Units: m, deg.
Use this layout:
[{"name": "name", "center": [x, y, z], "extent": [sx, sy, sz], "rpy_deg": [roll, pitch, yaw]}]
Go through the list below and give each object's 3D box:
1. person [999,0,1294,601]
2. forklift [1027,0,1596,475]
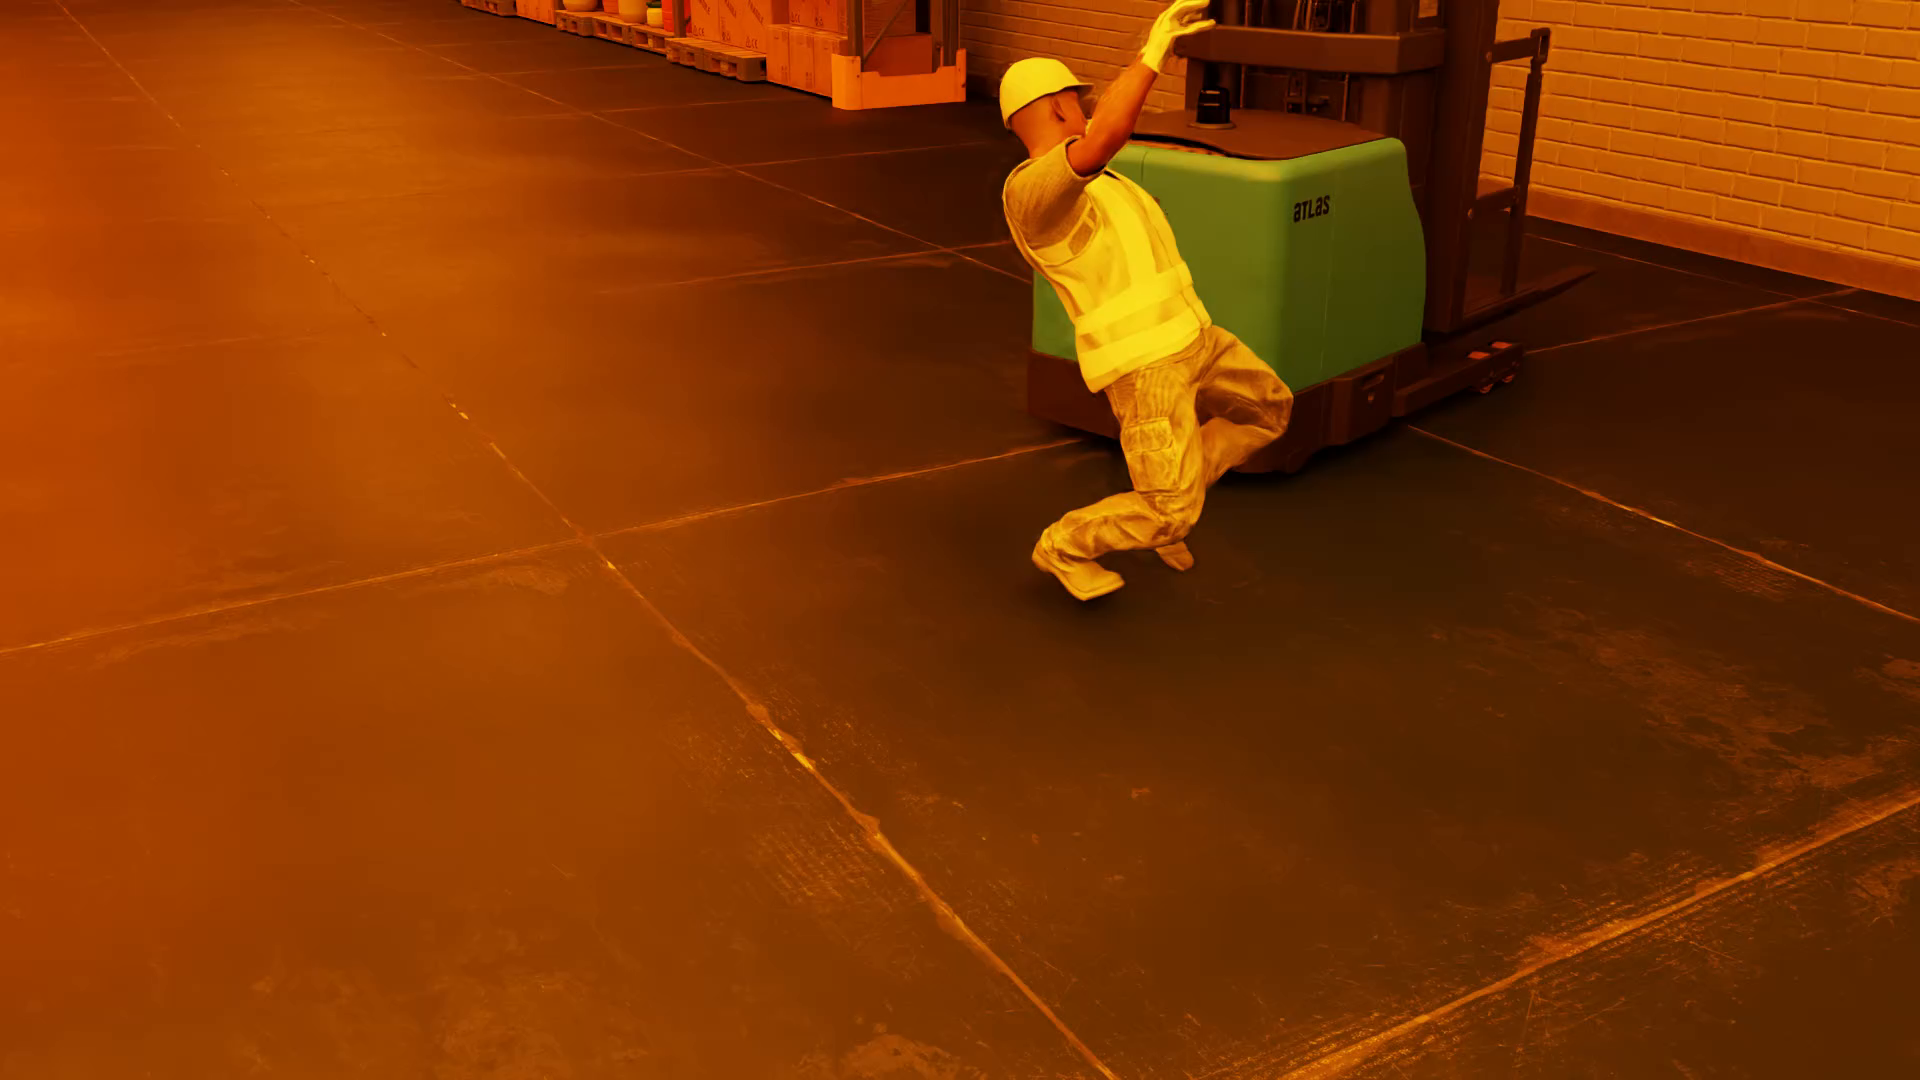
[{"name": "person", "center": [0.517, -0.674, 4.598], "extent": [0.796, 1.688, 1.078], "rpy_deg": [9, 24, 21]}, {"name": "forklift", "center": [1.615, -2.047, 6.263], "extent": [1.130, 2.935, 3.031], "rpy_deg": [19, 29, 39]}]
